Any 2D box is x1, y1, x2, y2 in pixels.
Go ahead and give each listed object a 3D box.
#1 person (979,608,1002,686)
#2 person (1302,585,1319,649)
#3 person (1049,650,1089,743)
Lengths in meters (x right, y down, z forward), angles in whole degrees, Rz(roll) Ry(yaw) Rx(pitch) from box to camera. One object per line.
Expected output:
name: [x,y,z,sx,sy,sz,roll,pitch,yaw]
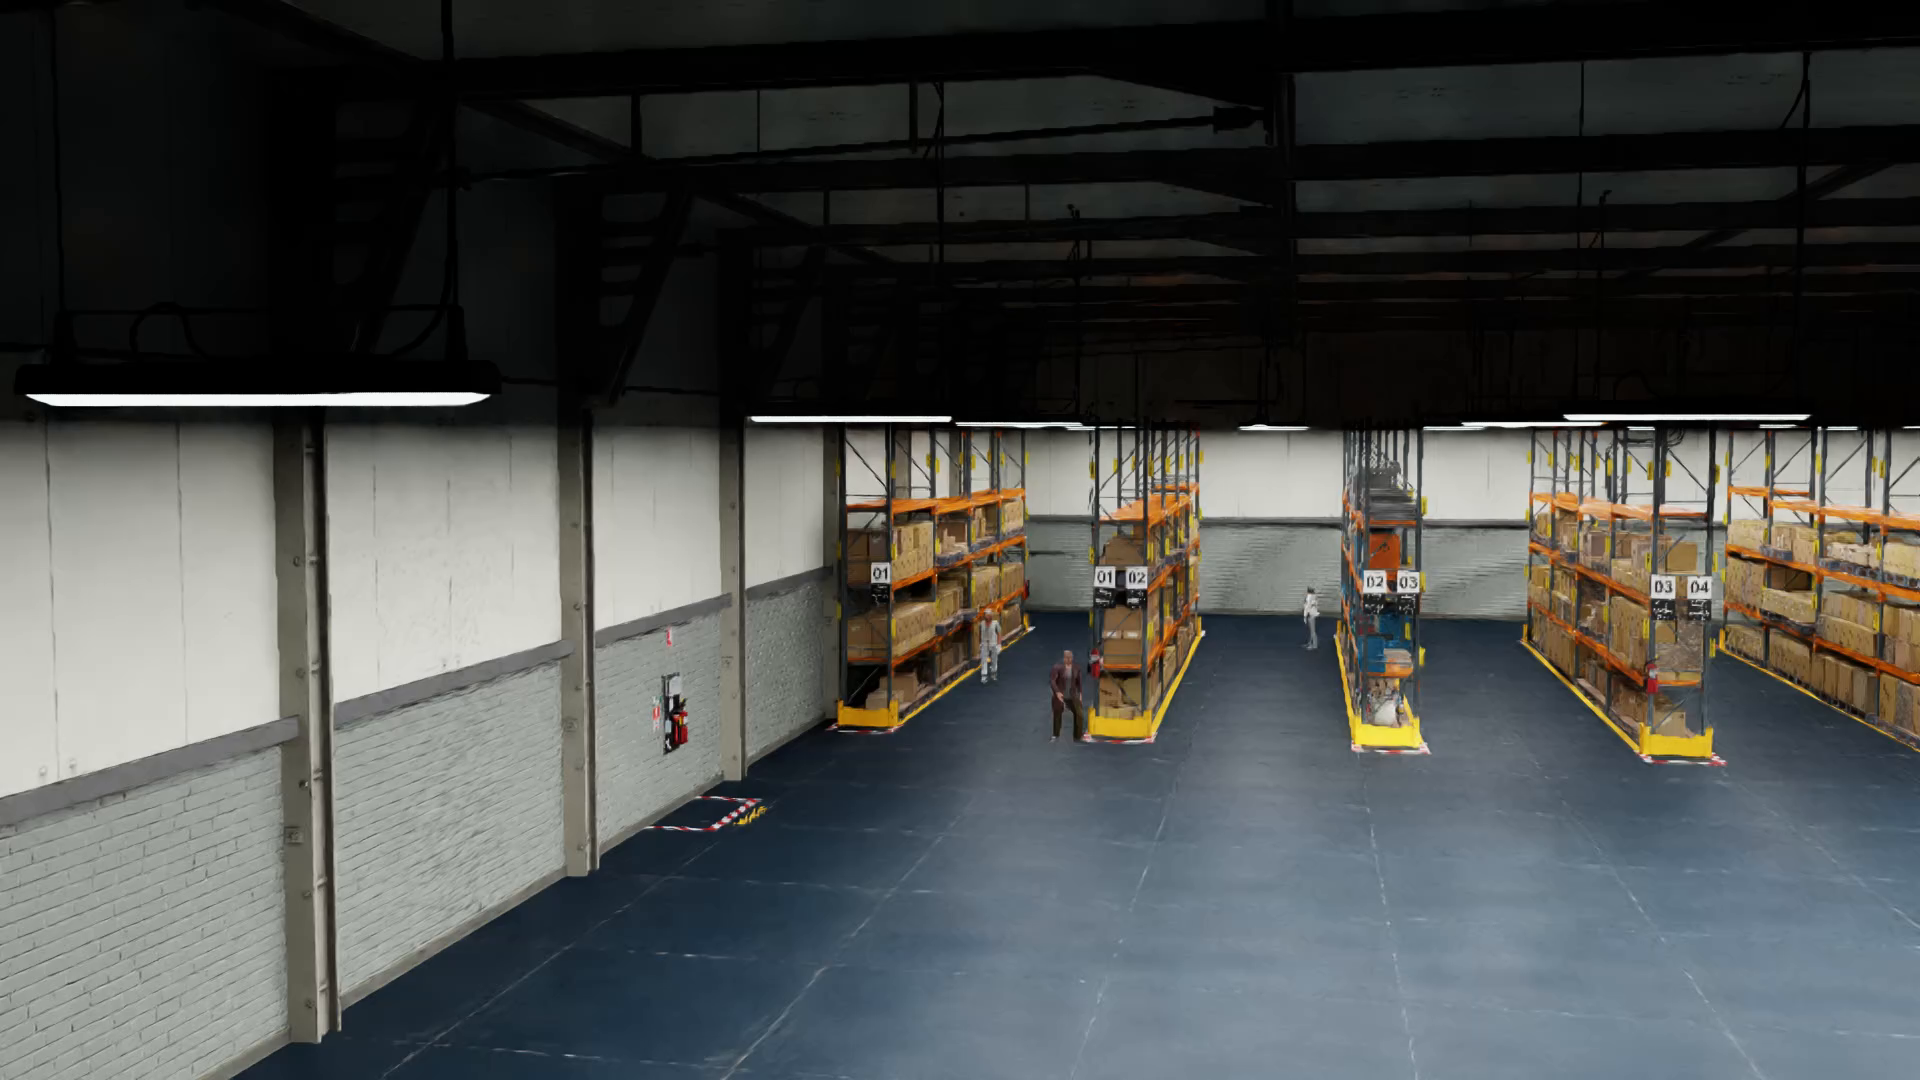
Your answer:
person: [0.671,2.407,37.733,0.567,1.736,1.044,1,4,11]
person: [9.261,2.025,43.949,0.544,1.667,0.571,3,5,40]
person: [1.955,2.865,30.576,0.707,1.732,0.801,-1,4,-13]
